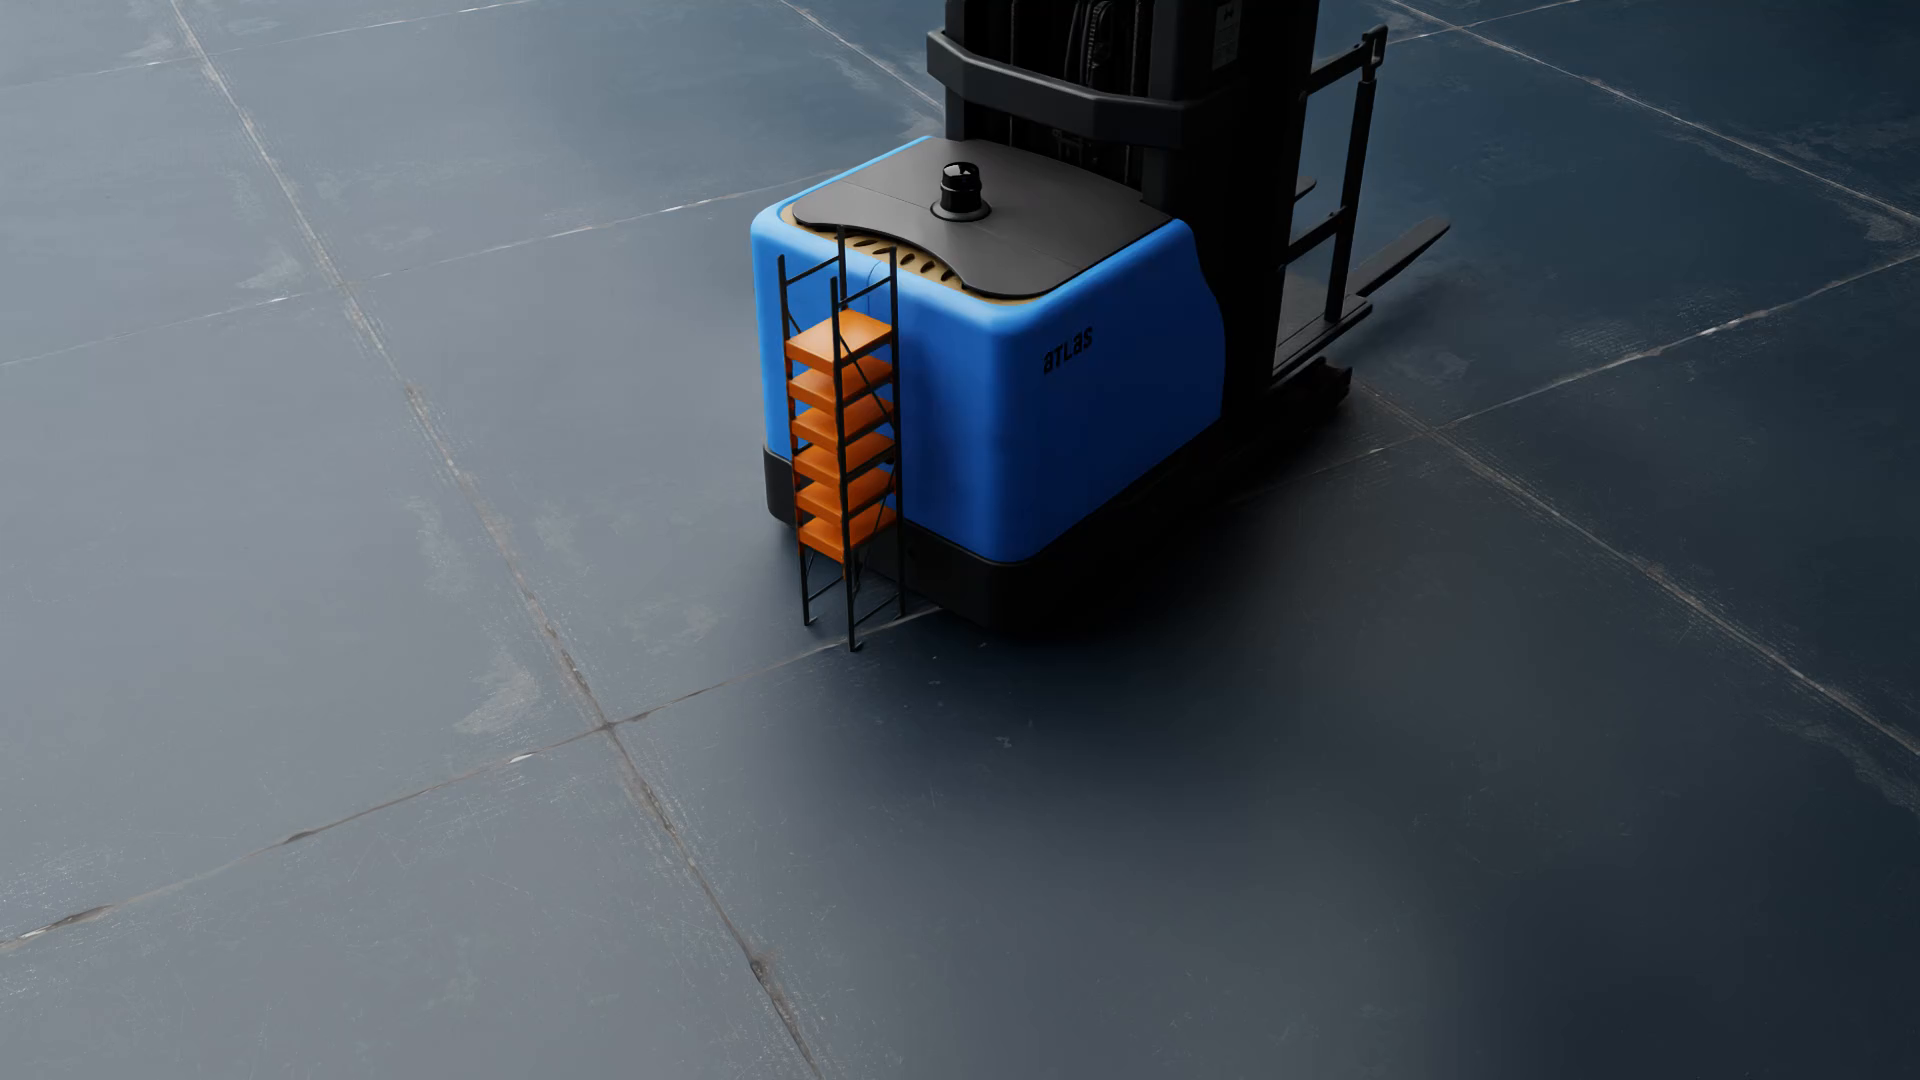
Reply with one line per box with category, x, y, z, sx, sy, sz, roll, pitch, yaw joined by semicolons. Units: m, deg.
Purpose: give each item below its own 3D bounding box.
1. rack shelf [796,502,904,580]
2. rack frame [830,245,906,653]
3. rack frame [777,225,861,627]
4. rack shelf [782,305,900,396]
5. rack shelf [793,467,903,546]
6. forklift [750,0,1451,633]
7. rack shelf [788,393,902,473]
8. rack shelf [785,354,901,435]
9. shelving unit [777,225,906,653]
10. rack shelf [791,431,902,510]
rack shelf;-0.312;-0.018;4.740;0.180;0.103;0.258;26;44;31
rack frame;-0.242;-0.213;4.524;0.006;1.200;0.240;26;44;31
rack frame;-0.382;-0.283;4.620;0.006;1.200;0.240;26;44;31
rack shelf;-0.312;-0.503;4.386;0.180;0.103;0.258;26;44;31
rack shelf;-0.312;-0.115;4.669;0.180;0.103;0.258;26;44;31
forklift;0.722;-1.716;5.114;1.130;2.935;3.031;26;44;31
rack shelf;-0.312;-0.309;4.527;0.180;0.103;0.258;26;44;31
rack shelf;-0.312;-0.406;4.457;0.180;0.103;0.258;26;44;31
shelving unit;-0.312;-0.248;4.572;0.189;1.200;0.258;26;44;31
rack shelf;-0.312;-0.212;4.598;0.180;0.103;0.258;26;44;31
